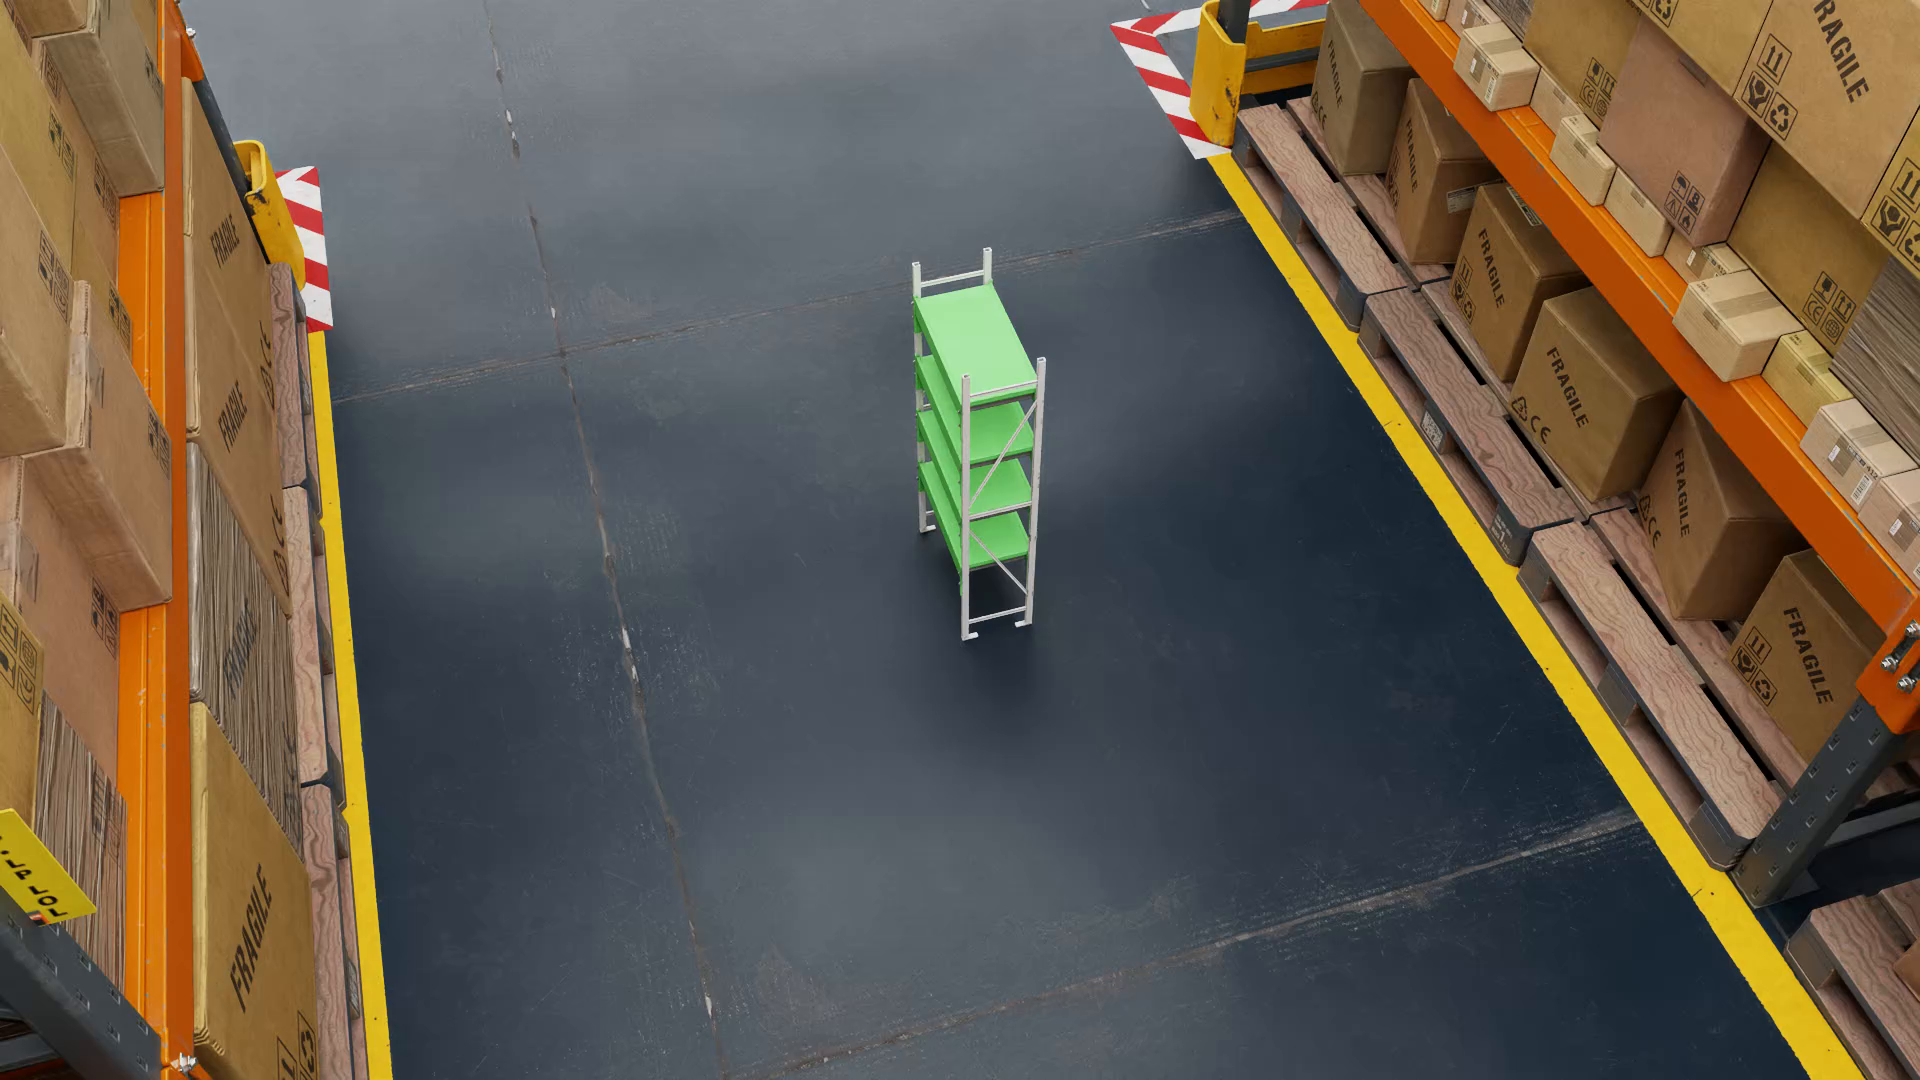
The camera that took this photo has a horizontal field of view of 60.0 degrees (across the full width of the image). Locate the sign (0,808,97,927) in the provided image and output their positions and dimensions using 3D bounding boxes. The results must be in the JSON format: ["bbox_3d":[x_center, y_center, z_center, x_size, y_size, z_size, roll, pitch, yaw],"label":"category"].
[{"bbox_3d":[-1.486,0.525,2.640,0.100,0.325,0.005,-13,51,-11],"label":"sign"}]

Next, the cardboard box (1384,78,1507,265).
[{"bbox_3d":[1.961,-1.408,6.335,0.500,0.500,0.500,-2,50,-1],"label":"cardboard box"}]

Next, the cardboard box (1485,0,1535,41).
[{"bbox_3d":[2.089,-1.974,5.192,0.875,0.500,0.500,-13,51,-11],"label":"cardboard box"}]

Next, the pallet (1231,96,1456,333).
[{"bbox_3d":[1.812,-1.411,6.802,1.003,0.211,1.213,-13,51,-11],"label":"pallet"}]

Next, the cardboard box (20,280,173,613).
[{"bbox_3d":[-2.354,-0.130,3.800,0.875,0.550,0.550,-13,51,-11],"label":"cardboard box"}]

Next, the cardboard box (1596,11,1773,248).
[{"bbox_3d":[2.334,-1.232,4.566,0.875,0.500,0.500,-13,51,-11],"label":"cardboard box"}]

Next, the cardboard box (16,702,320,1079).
[{"bbox_3d":[-2.121,1.077,3.995,0.875,0.875,0.875,-13,51,-10],"label":"cardboard box"}]

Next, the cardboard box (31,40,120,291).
[{"bbox_3d":[-2.803,-0.873,4.426,0.875,0.550,0.550,-13,51,-11],"label":"cardboard box"}]

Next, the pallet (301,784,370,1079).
[{"bbox_3d":[-2.152,1.328,4.492,1.003,0.211,1.213,-13,51,-11],"label":"pallet"}]

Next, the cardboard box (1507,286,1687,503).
[{"bbox_3d":[2.251,-0.528,5.594,0.500,0.500,0.500,-17,52,-14],"label":"cardboard box"}]

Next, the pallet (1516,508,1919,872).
[{"bbox_3d":[2.534,0.371,5.299,1.003,0.211,1.213,-13,51,-11],"label":"pallet"}]

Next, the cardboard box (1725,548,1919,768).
[{"bbox_3d":[2.686,0.324,4.875,0.500,0.500,0.500,-15,51,-12],"label":"cardboard box"}]

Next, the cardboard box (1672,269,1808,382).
[{"bbox_3d":[2.160,-0.593,4.452,0.380,0.149,0.250,-13,51,-11],"label":"cardboard box"}]

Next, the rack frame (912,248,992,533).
[{"bbox_3d":[-0.023,-0.444,5.340,0.240,1.200,0.015,-13,51,-11],"label":"rack frame"}]

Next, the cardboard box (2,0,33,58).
[{"bbox_3d":[-2.825,-1.215,4.008,0.875,0.550,0.550,-13,51,-11],"label":"cardboard box"}]

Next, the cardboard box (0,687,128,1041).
[{"bbox_3d":[-2.122,0.687,3.111,0.875,0.550,0.550,-13,51,-11],"label":"cardboard box"}]

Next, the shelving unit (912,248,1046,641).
[{"bbox_3d":[0.049,-0.266,5.189,0.258,1.200,0.503,-13,51,-11],"label":"shelving unit"}]

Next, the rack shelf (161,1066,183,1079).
[{"bbox_3d":[-1.410,2.695,1.987,1.077,0.370,4.000,-13,51,-11],"label":"rack shelf"}]

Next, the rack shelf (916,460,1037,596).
[{"bbox_3d":[0.049,-0.070,5.422,0.258,0.148,0.480,-13,51,-11],"label":"rack shelf"}]

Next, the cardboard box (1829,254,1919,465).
[{"bbox_3d":[2.692,-0.516,3.963,0.875,0.500,0.500,-13,51,-11],"label":"cardboard box"}]

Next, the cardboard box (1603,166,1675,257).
[{"bbox_3d":[2.099,-0.979,4.778,0.380,0.149,0.250,-13,51,-11],"label":"cardboard box"}]

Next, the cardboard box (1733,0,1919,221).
[{"bbox_3d":[2.221,-1.127,3.824,0.500,0.500,0.500,-13,51,-11],"label":"cardboard box"}]

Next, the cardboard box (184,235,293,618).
[{"bbox_3d":[-2.659,-0.247,5.111,0.875,0.875,0.875,-14,51,-12],"label":"cardboard box"}]

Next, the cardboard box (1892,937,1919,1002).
[{"bbox_3d":[2.927,1.072,4.232,0.700,0.500,0.500,-17,52,-14],"label":"cardboard box"}]

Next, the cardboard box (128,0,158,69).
[{"bbox_3d":[-3.032,-1.707,5.129,0.875,0.550,0.550,-13,51,-11],"label":"cardboard box"}]

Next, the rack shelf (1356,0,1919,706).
[{"bbox_3d":[2.175,-1.274,5.333,1.077,0.370,4.000,-13,51,-11],"label":"rack shelf"}]

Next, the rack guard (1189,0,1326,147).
[{"bbox_3d":[1.606,-2.106,7.198,1.175,0.500,0.348,-13,51,-11],"label":"rack guard"}]

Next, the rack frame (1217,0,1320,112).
[{"bbox_3d":[1.583,-2.967,6.289,1.000,3.000,0.127,-13,51,-11],"label":"rack frame"}]

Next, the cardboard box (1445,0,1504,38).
[{"bbox_3d":[1.816,-1.712,5.396,0.380,0.149,0.250,-13,51,-11],"label":"cardboard box"}]

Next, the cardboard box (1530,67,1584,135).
[{"bbox_3d":[1.991,-1.354,5.094,0.380,0.149,0.250,-13,51,-11],"label":"cardboard box"}]

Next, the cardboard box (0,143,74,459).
[{"bbox_3d":[-2.380,-0.472,3.382,0.875,0.550,0.550,-13,51,-11],"label":"cardboard box"}]

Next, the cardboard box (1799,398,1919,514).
[{"bbox_3d":[2.357,-0.240,4.154,0.380,0.149,0.250,-13,51,-11],"label":"cardboard box"}]

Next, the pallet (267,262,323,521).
[{"bbox_3d":[-2.874,-0.454,5.995,1.003,0.211,1.213,-13,51,-11],"label":"pallet"}]

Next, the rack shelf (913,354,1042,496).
[{"bbox_3d":[0.049,-0.379,5.055,0.258,0.148,0.480,-13,51,-11],"label":"rack shelf"}]
